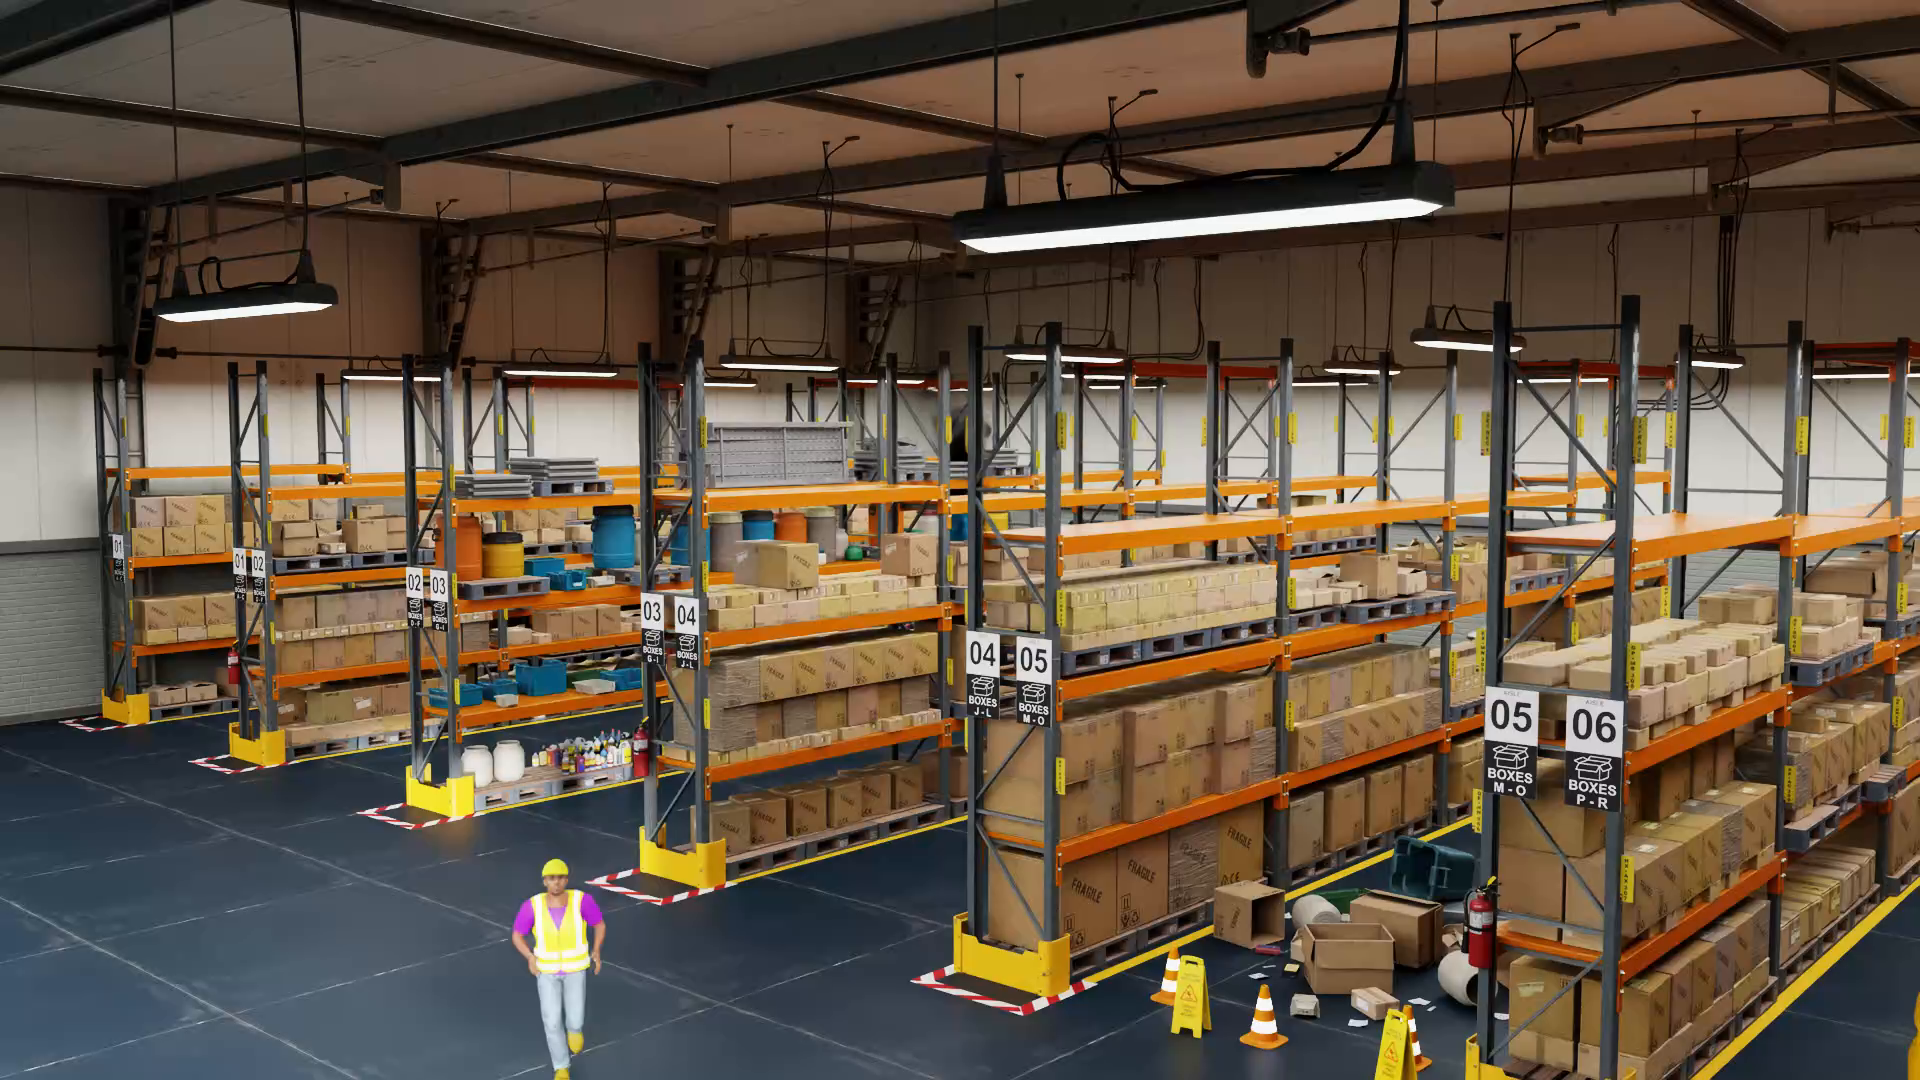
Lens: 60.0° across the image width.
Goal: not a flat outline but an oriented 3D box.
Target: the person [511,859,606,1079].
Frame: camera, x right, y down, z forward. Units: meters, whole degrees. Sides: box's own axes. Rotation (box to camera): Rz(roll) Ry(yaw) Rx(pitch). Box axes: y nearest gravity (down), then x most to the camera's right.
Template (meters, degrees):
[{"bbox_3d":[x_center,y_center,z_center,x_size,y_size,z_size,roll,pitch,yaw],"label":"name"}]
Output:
[{"bbox_3d":[-3.143,3.340,13.035,0.722,1.726,0.653,-1,4,-12],"label":"person"}]

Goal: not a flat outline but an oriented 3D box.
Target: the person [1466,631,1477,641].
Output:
[{"bbox_3d":[8.256,2.334,26.649,0.709,1.734,0.722,-4,6,-45],"label":"person"}]
